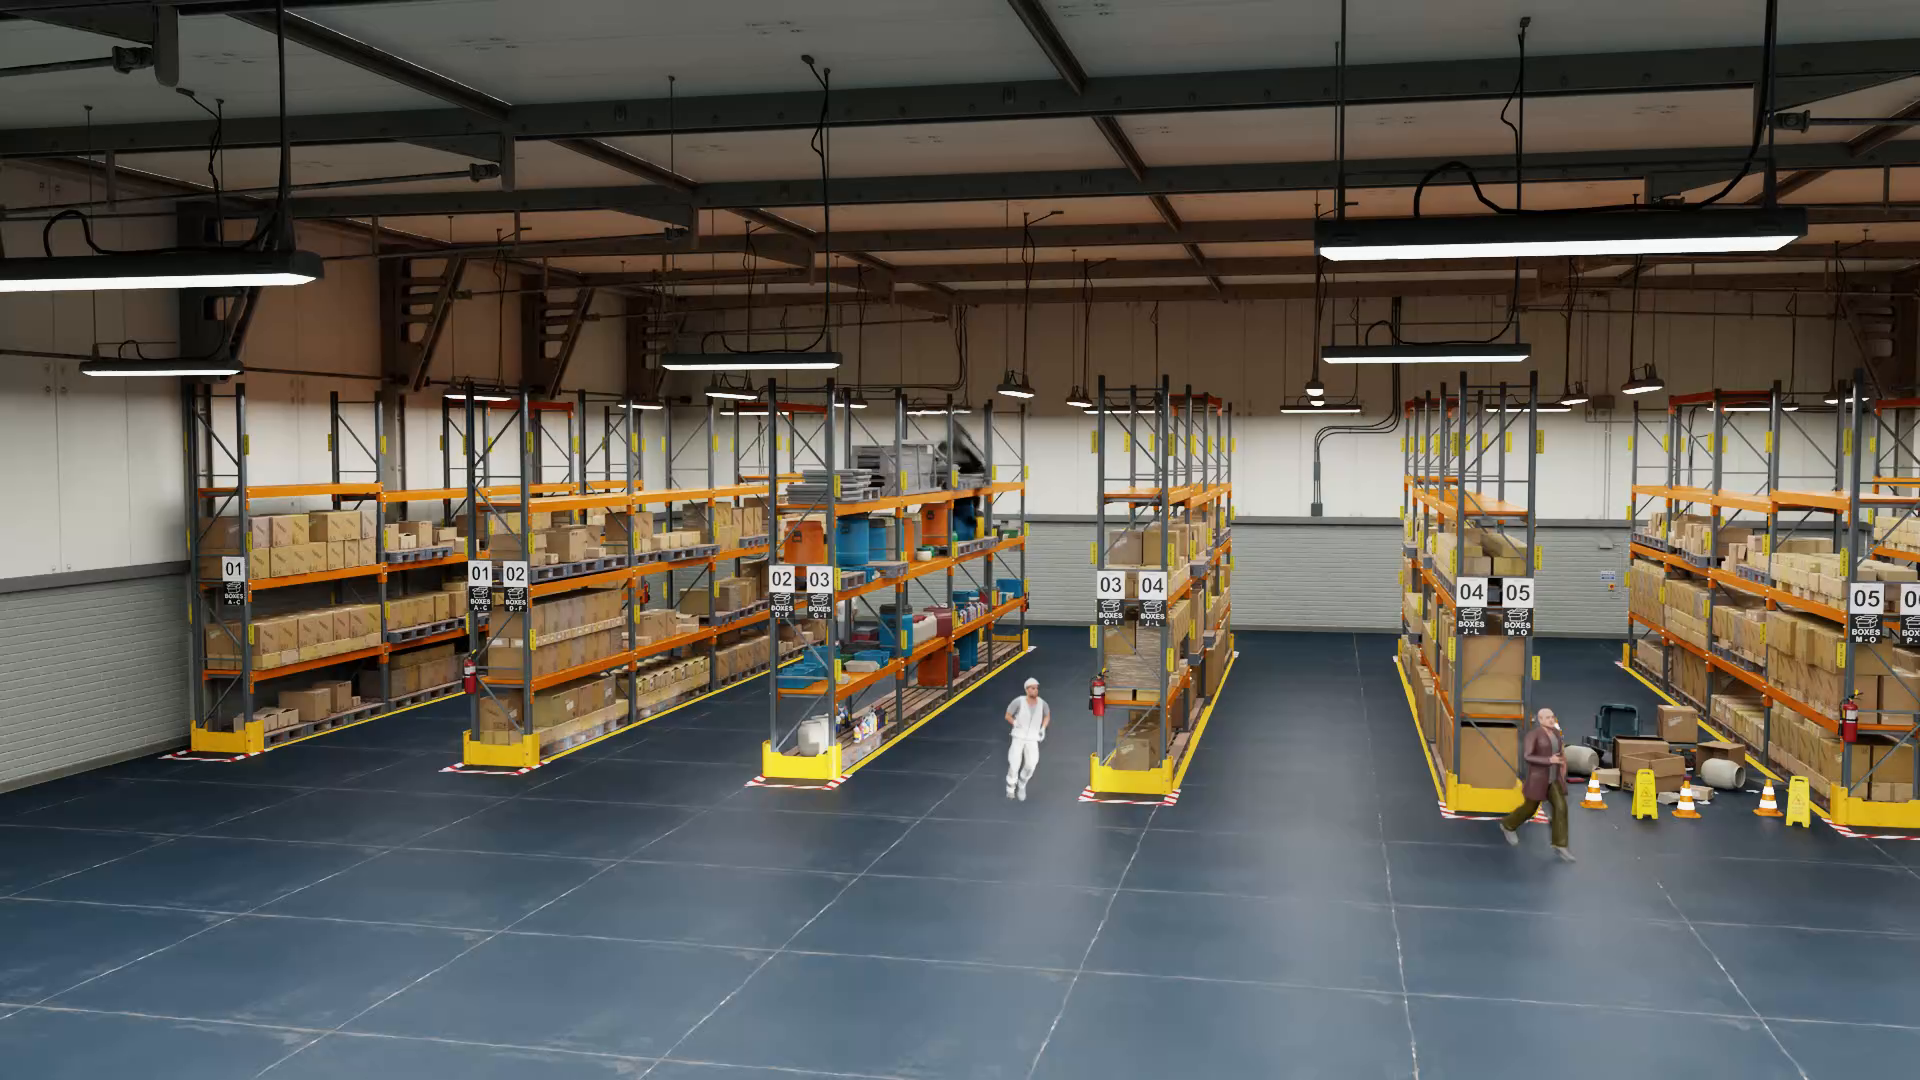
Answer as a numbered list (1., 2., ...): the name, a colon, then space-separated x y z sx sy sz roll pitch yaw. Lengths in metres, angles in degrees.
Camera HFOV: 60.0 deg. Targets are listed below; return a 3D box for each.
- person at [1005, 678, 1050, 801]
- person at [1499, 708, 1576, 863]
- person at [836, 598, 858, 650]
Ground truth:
1. person: 0.960 2.800 23.299 0.662 1.730 0.608 0 3 -4
2. person: 7.101 2.946 20.340 0.724 1.816 1.043 -1 4 -24
3. person: -2.532 1.803 36.514 0.575 1.671 0.506 0 3 1
